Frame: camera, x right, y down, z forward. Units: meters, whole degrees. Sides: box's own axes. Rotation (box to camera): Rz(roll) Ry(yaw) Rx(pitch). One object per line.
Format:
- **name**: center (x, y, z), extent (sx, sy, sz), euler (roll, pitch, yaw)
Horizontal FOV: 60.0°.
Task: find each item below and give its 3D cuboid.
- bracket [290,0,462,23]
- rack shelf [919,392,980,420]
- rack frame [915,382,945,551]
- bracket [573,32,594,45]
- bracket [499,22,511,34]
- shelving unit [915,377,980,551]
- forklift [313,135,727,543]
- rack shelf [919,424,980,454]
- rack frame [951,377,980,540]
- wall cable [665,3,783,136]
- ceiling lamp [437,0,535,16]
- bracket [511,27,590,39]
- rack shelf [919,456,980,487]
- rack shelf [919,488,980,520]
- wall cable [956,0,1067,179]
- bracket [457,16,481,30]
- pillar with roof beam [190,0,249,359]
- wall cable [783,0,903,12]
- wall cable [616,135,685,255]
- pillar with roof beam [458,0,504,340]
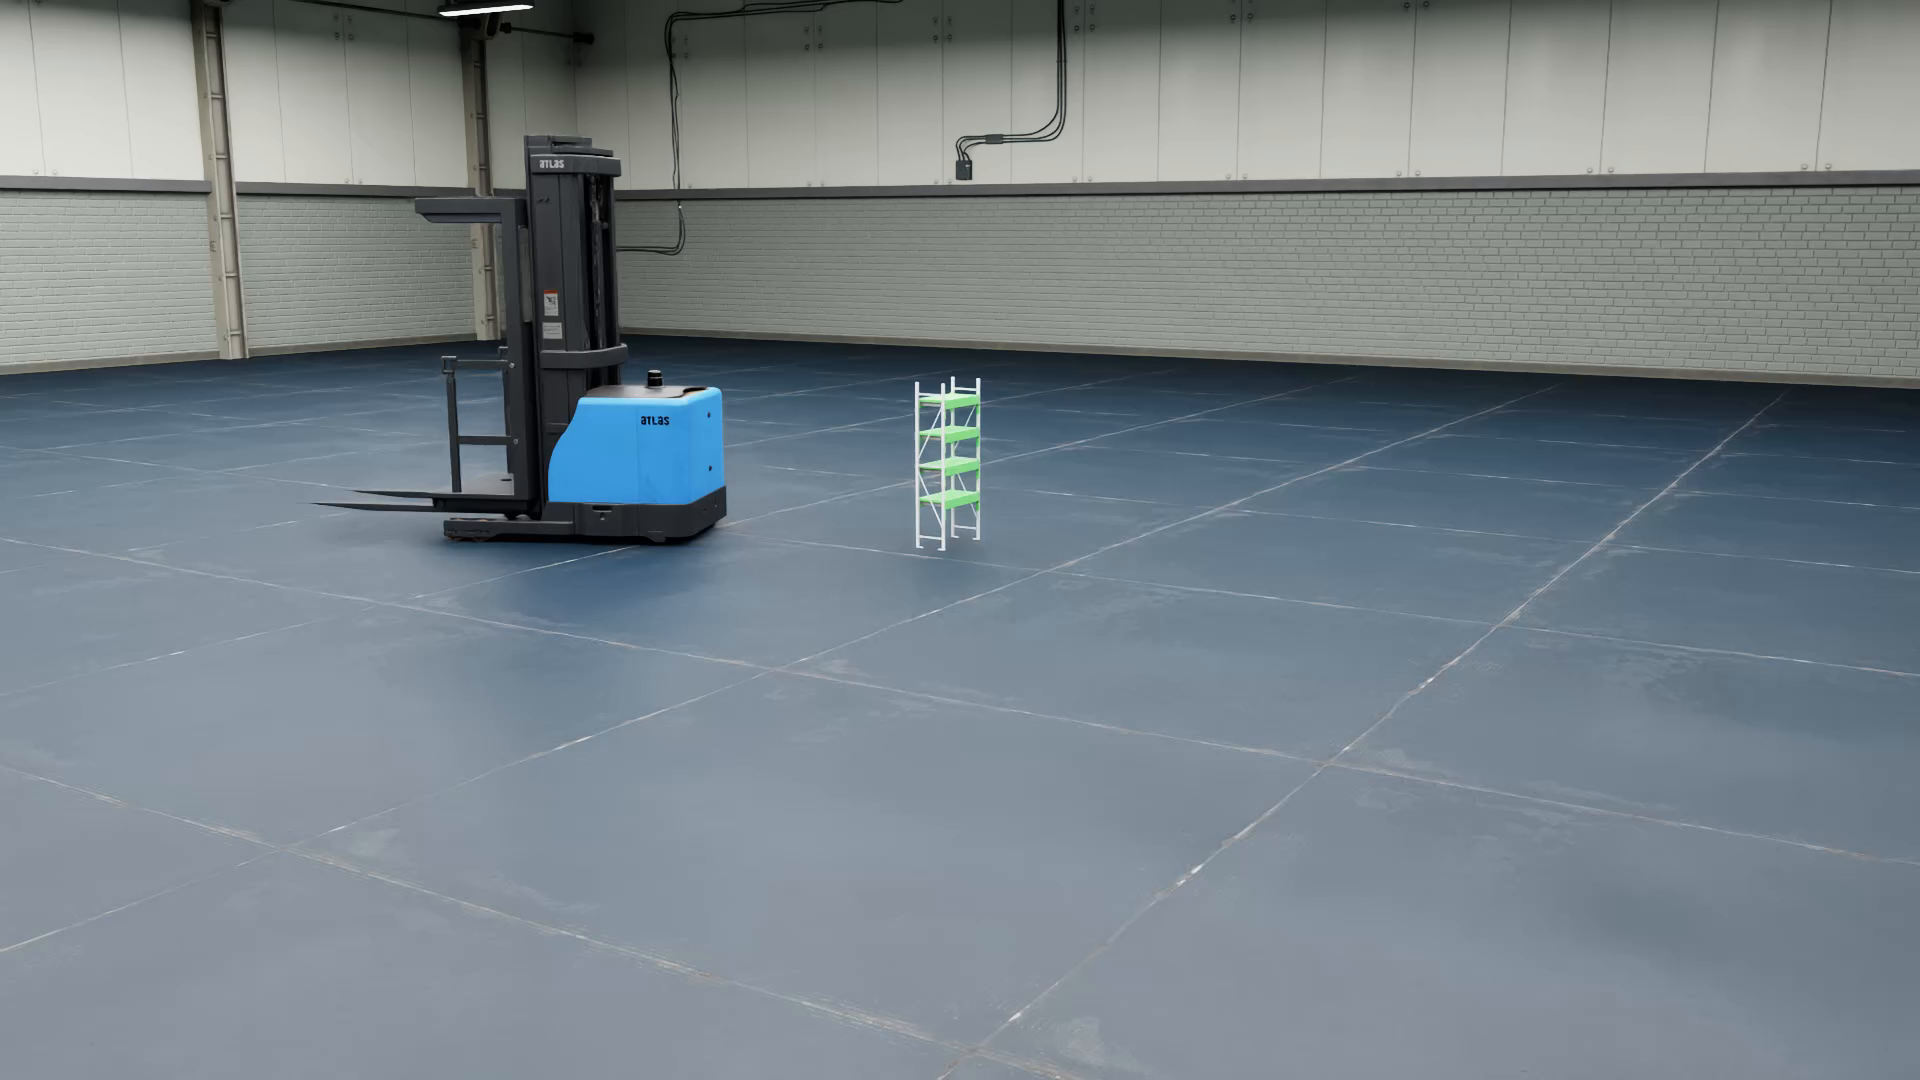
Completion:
- **bracket**: center (-11.095, -9.874, 30.872), extent (0.076, 0.066, 4.783), euler (6, 12, 31)
- **rack shelf**: center (-0.086, -0.973, 12.043), extent (0.258, 0.148, 0.480), euler (6, 12, 31)
- **rack frame**: center (-0.213, -0.525, 11.914), extent (0.240, 1.200, 0.015), euler (6, 12, 31)
- **bracket**: center (-8.096, -10.782, 35.725), extent (0.235, 0.232, 0.430), euler (6, 12, 31)
- **bracket**: center (-9.326, -10.409, 33.734), extent (0.235, 0.232, 0.430), euler (6, 12, 31)
- **shelving unit**: center (-0.086, -0.564, 12.119), extent (0.258, 1.200, 0.503), euler (6, 12, 31)
- **forklift**: center (-3.385, -1.523, 12.537), extent (3.031, 2.935, 1.130), euler (2, 11, 8)
- **rack shelf**: center (-0.086, -0.737, 12.087), extent (0.258, 0.148, 0.480), euler (6, 12, 31)
- **rack frame**: center (0.041, -0.602, 12.324), extent (0.240, 1.200, 0.015), euler (6, 12, 31)
- **wall cable**: center (-4.874, -9.643, 34.138), extent (3.097, 2.526, 0.112), euler (6, 12, 31)
- **ceiling lamp**: center (-7.792, -10.416, 27.691), extent (2.000, 3.185, 0.800), euler (6, 12, 31)
- **bracket**: center (-8.403, -10.689, 35.229), extent (0.076, 0.066, 3.189), euler (6, 12, 31)
- **rack shelf**: center (-0.086, -0.501, 12.131), extent (0.258, 0.148, 0.480), euler (6, 12, 31)
- **rack shelf**: center (-0.086, -0.265, 12.175), extent (0.258, 0.148, 0.480), euler (6, 12, 31)
- **wall cable**: center (0.920, -9.708, 30.527), extent (2.305, 6.003, 0.169), euler (6, 12, 31)
- **bracket**: center (-9.757, -10.279, 33.037), extent (0.235, 0.232, 0.430), euler (6, 12, 31)
- **pillar with roof beam**: center (-9.281, -7.254, 26.660), extent (9.100, 9.000, 0.548), euler (6, 12, 31)
- **wall cable**: center (-2.229, -11.583, 32.140), extent (3.097, 2.526, 0.112), euler (6, 12, 31)
- **wall cable**: center (-7.186, -7.419, 35.983), extent (3.097, 2.526, 0.112), euler (6, 12, 31)
- **pillar with roof beam**: center (-6.166, -8.197, 31.701), extent (9.100, 9.000, 0.548), euler (6, 12, 31)
